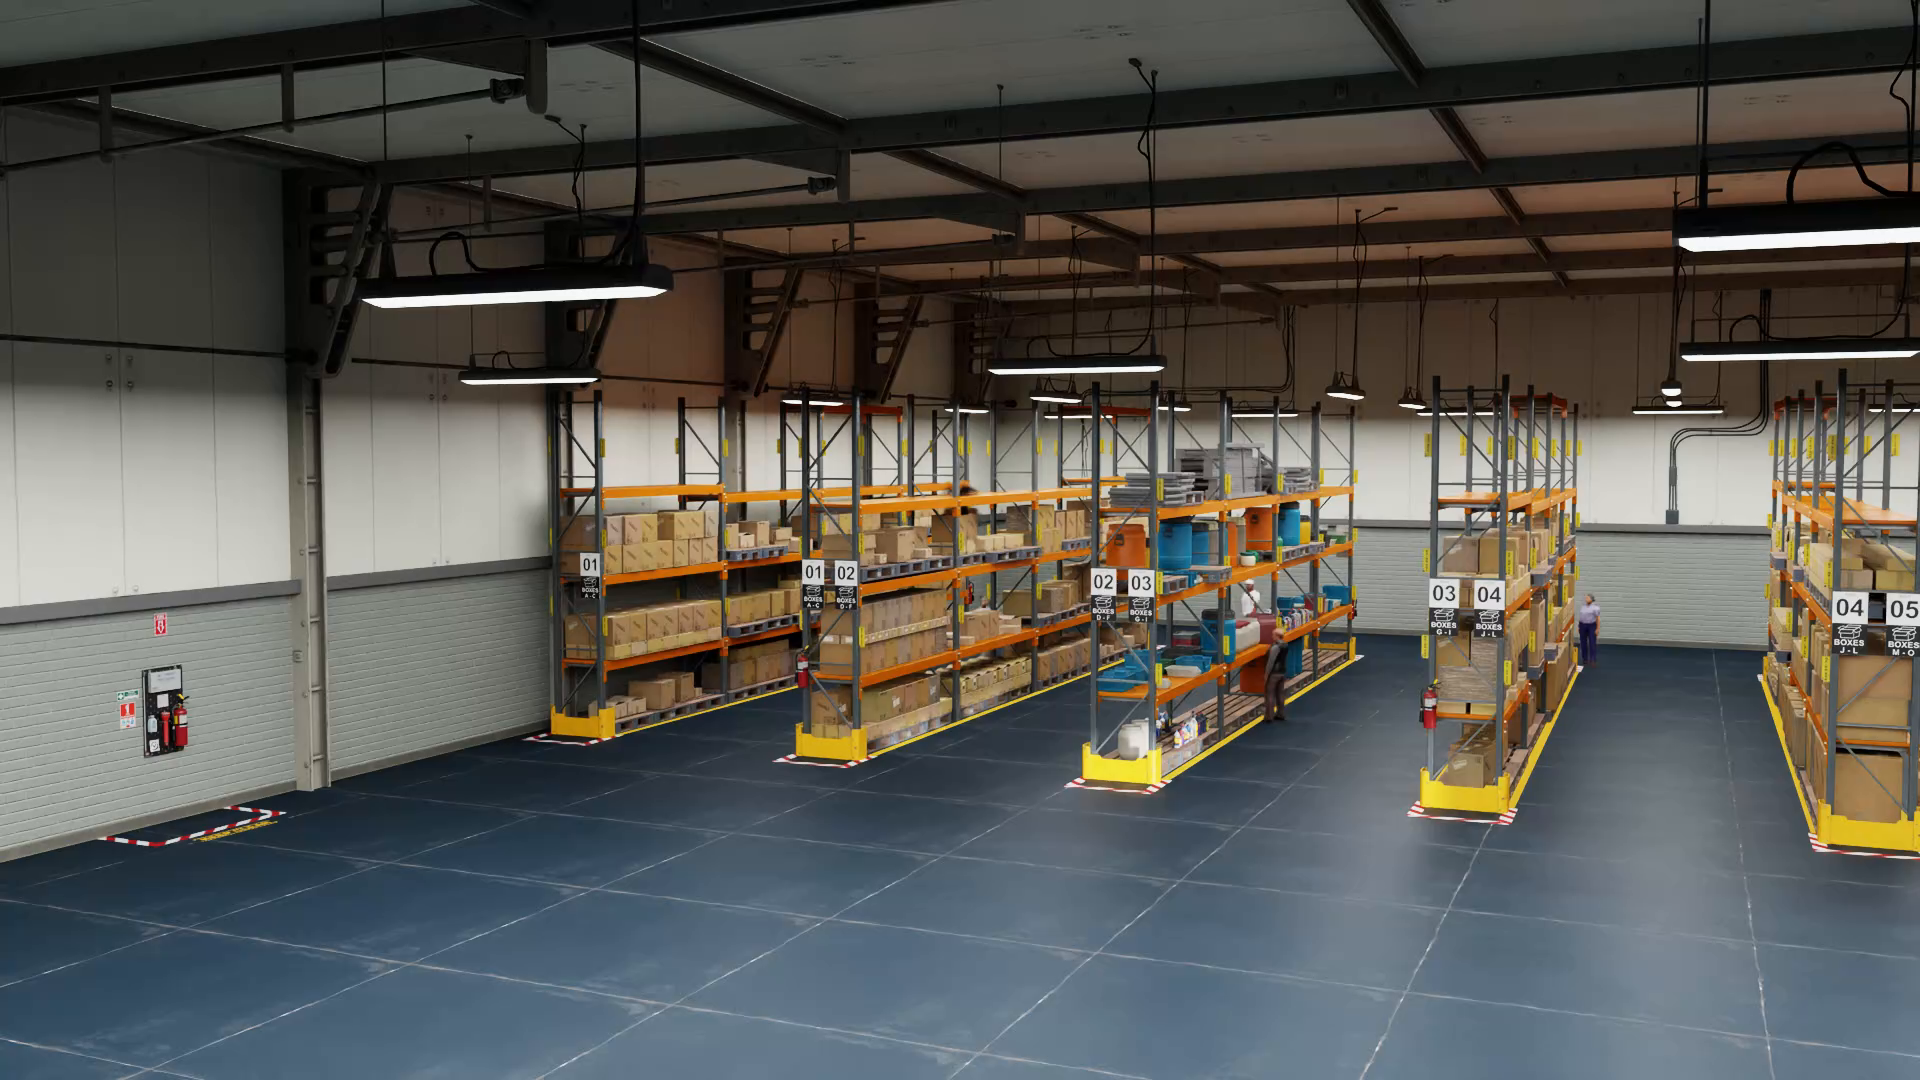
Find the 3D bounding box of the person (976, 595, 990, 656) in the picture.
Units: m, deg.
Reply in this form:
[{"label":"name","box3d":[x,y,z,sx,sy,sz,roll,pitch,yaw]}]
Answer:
[{"label":"person","box3d":[0.527,2.070,37.986,0.493,1.635,1.023,2,4,33]}]

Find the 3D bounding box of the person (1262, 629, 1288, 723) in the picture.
[{"label":"person","box3d":[5.741,2.472,30.392,0.425,1.723,0.575,3,4,43]}]

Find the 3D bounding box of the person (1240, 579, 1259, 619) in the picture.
[{"label":"person","box3d":[7.231,1.844,41.574,1.022,1.736,0.673,0,3,-9]}]

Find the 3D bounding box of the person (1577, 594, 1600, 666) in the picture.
[{"label":"person","box3d":[14.524,2.074,38.414,0.510,1.667,0.511,2,4,32]}]
